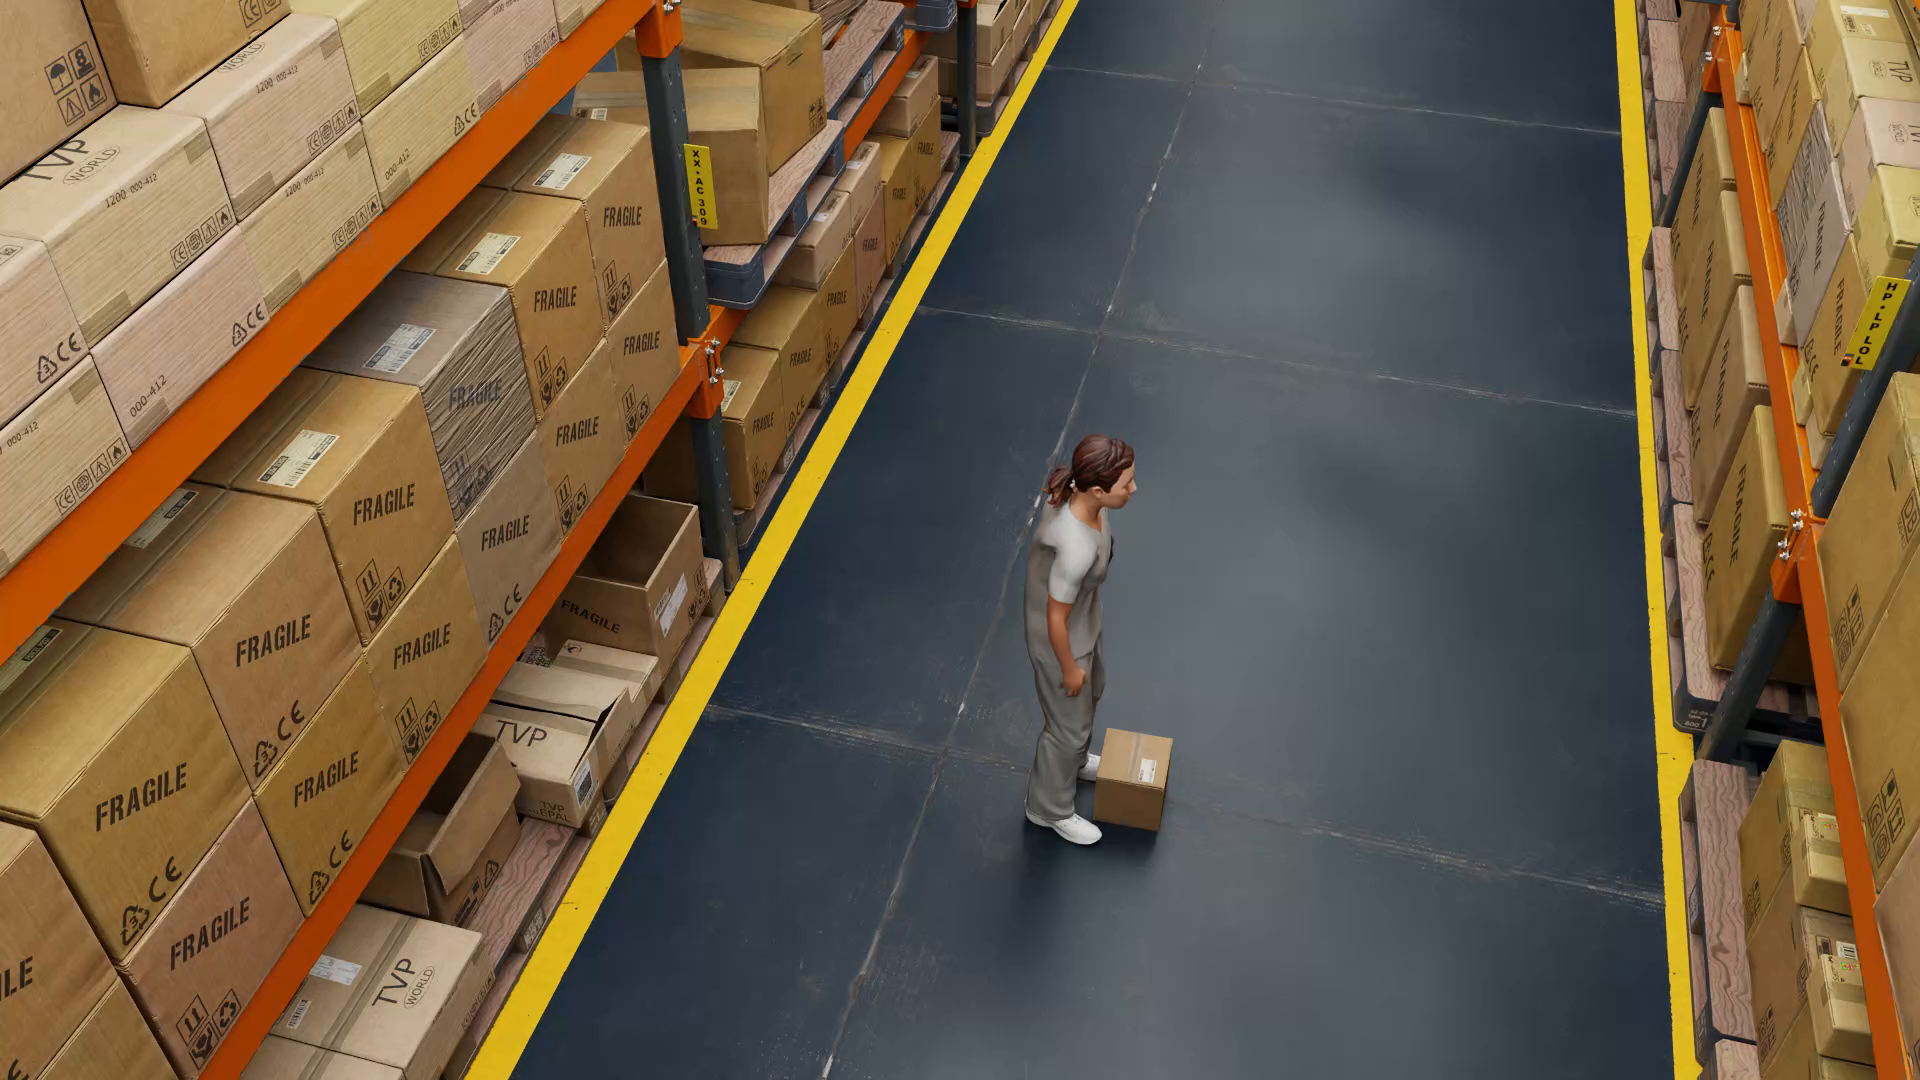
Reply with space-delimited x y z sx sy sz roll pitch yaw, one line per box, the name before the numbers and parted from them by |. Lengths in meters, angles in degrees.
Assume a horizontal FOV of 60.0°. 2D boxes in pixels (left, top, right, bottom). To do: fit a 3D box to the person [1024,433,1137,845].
person | 0.403 0.326 5.787 0.365 1.671 0.504 8 42 9
